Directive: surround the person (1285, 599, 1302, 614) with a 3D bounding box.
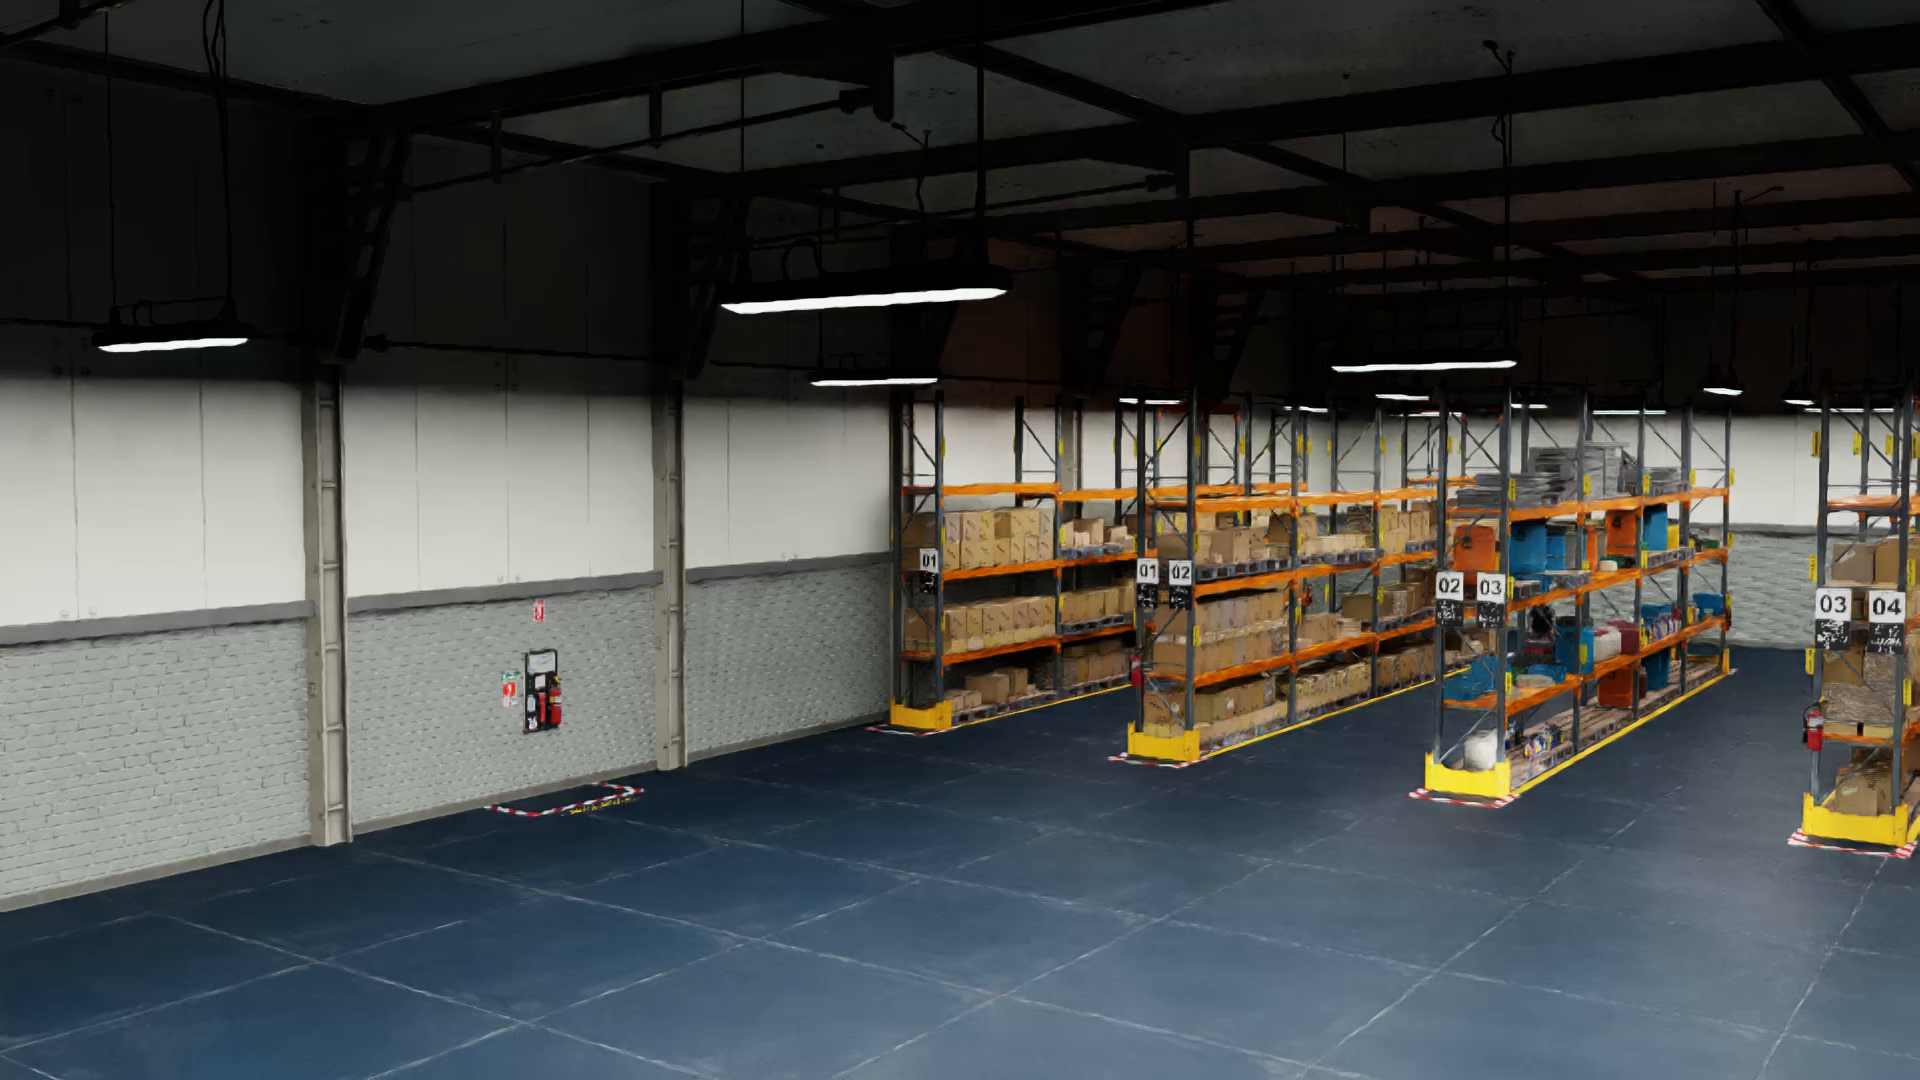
[{"bbox_3d":[8.890,1.619,44.085,0.710,1.778,0.542,-1,3,-17],"label":"person"}]

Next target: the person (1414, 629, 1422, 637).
[{"bbox_3d":[11.435,1.761,42.139,0.769,1.716,0.584,-1,3,-19],"label":"person"}]

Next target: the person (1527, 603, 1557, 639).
[{"bbox_3d":[13.156,2.058,37.597,0.677,1.674,0.534,2,4,33],"label":"person"}]
